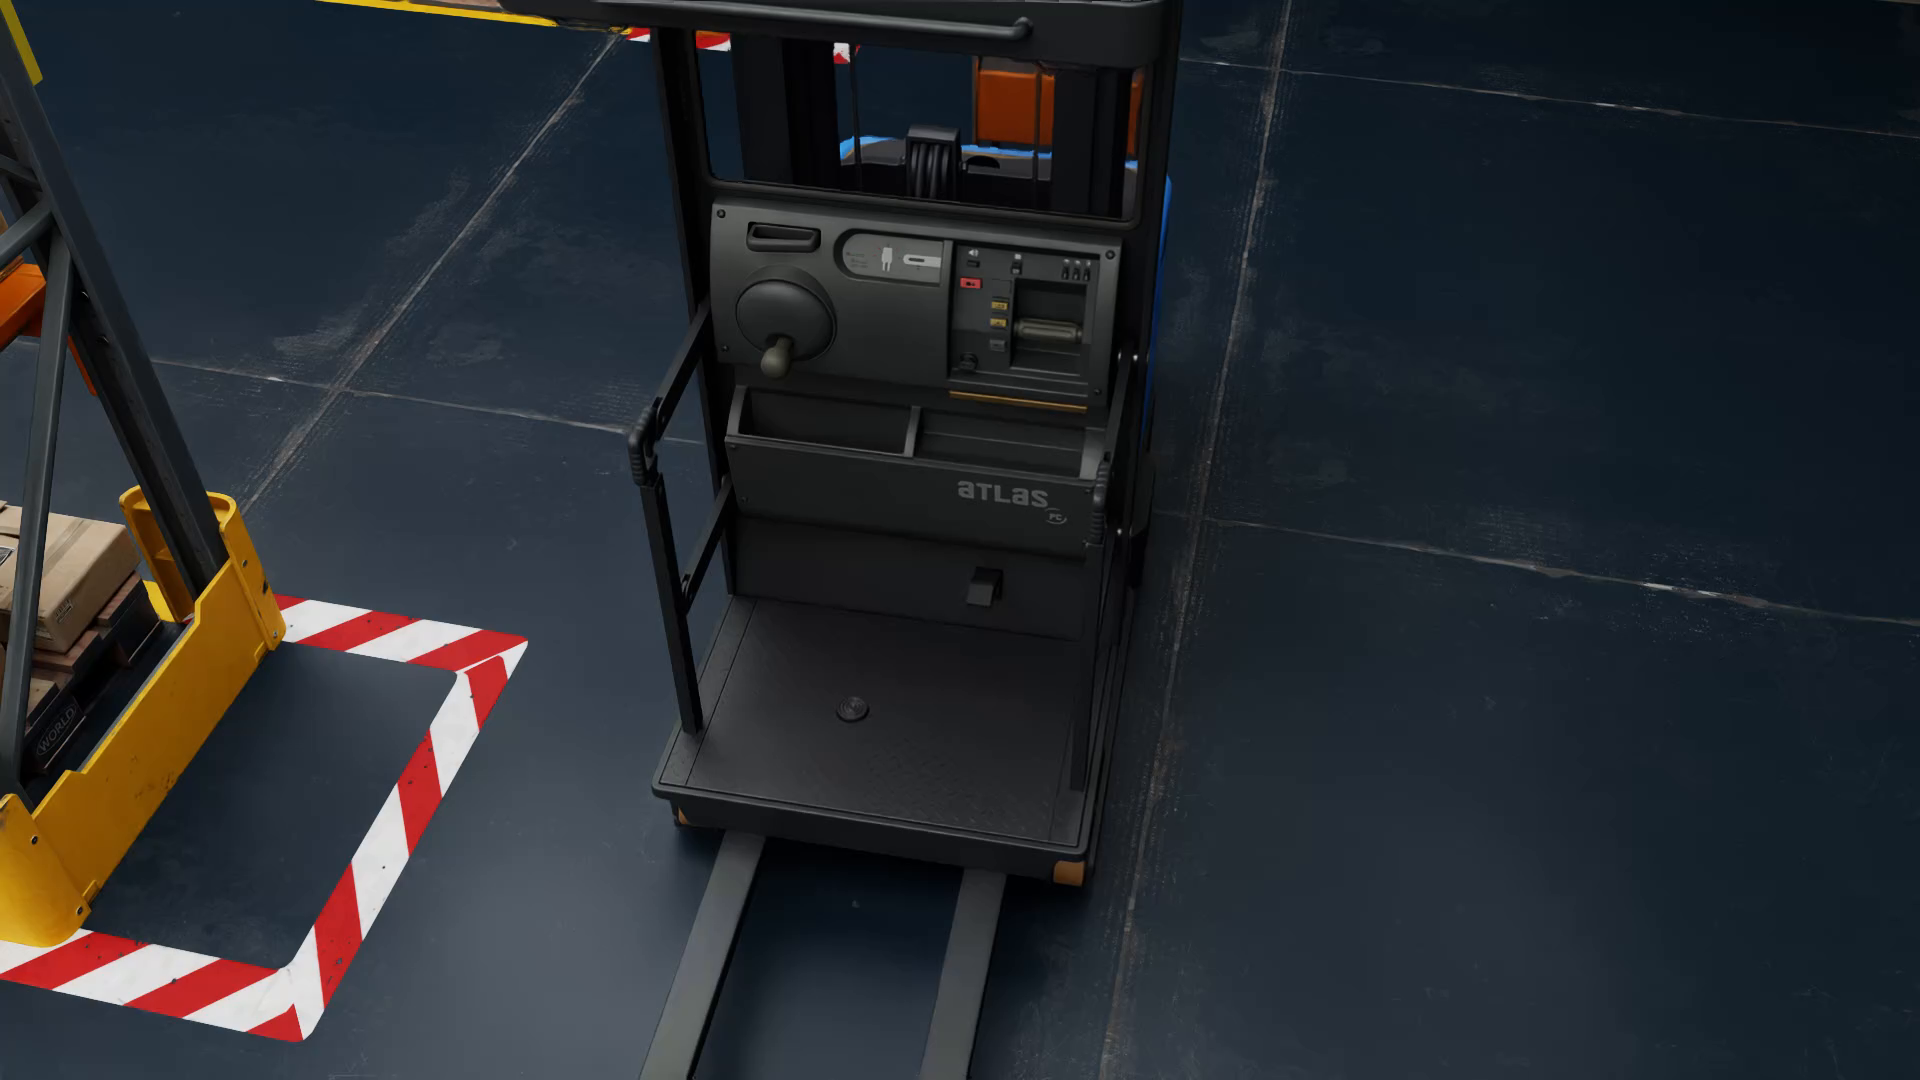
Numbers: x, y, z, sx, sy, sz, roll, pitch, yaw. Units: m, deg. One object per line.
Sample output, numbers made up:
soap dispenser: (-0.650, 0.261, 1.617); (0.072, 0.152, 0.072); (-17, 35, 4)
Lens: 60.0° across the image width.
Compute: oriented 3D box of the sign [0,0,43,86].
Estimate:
sign: (-2.102, -1.135, 3.642); (0.005, 0.325, 0.100); (9, 45, 9)

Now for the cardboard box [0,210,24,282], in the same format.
cardboard box: (-2.596, -0.738, 3.781); (0.500, 0.500, 0.500); (10, 45, 10)

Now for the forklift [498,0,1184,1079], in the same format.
forklift: (-0.147, -0.442, 3.596); (1.130, 2.935, 3.031); (7, 44, 8)

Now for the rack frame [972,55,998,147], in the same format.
rack frame: (0.081, -1.355, 5.144); (0.015, 2.100, 0.400); (7, 44, 8)

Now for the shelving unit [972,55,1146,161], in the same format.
shelving unit: (0.320, -1.324, 5.112); (0.503, 2.100, 0.431); (7, 44, 8)

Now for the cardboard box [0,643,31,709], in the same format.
cardboard box: (-2.805, 0.370, 4.188); (0.500, 0.500, 0.500); (9, 45, 9)

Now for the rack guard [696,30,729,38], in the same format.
rack guard: (-1.119, -2.905, 7.907); (0.348, 0.500, 1.175); (9, 45, 9)

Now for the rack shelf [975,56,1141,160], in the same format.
rack shelf: (0.320, -1.314, 5.121); (0.480, 0.518, 0.431); (7, 44, 8)

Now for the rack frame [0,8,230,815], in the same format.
rack frame: (-2.221, -0.456, 3.561); (0.127, 3.000, 1.000); (9, 45, 9)

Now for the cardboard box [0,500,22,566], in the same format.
cardboard box: (-2.798, 0.072, 4.738); (0.250, 0.166, 0.380); (9, 45, 9)

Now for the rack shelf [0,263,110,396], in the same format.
rack shelf: (-4.172, -0.500, 4.125); (4.000, 0.370, 1.077); (9, 45, 9)

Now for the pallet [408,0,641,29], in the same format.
pallet: (-1.940, -2.873, 8.082); (1.213, 0.211, 1.003); (9, 45, 9)

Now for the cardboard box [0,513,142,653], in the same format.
cardboard box: (-2.554, 0.116, 4.705); (0.250, 0.149, 0.380); (9, 45, 9)

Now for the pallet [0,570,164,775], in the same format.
pallet: (-3.073, 0.417, 4.665); (1.213, 0.211, 1.003); (9, 45, 9)

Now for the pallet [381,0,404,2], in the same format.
pallet: (-3.127, -3.059, 8.276); (1.213, 0.211, 1.003); (9, 45, 9)

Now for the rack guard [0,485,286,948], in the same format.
rack guard: (-2.295, 0.433, 4.440); (0.348, 0.500, 1.175); (9, 45, 9)

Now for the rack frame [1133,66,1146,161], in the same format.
rack frame: (0.560, -1.293, 5.079); (0.015, 2.100, 0.400); (7, 44, 8)
